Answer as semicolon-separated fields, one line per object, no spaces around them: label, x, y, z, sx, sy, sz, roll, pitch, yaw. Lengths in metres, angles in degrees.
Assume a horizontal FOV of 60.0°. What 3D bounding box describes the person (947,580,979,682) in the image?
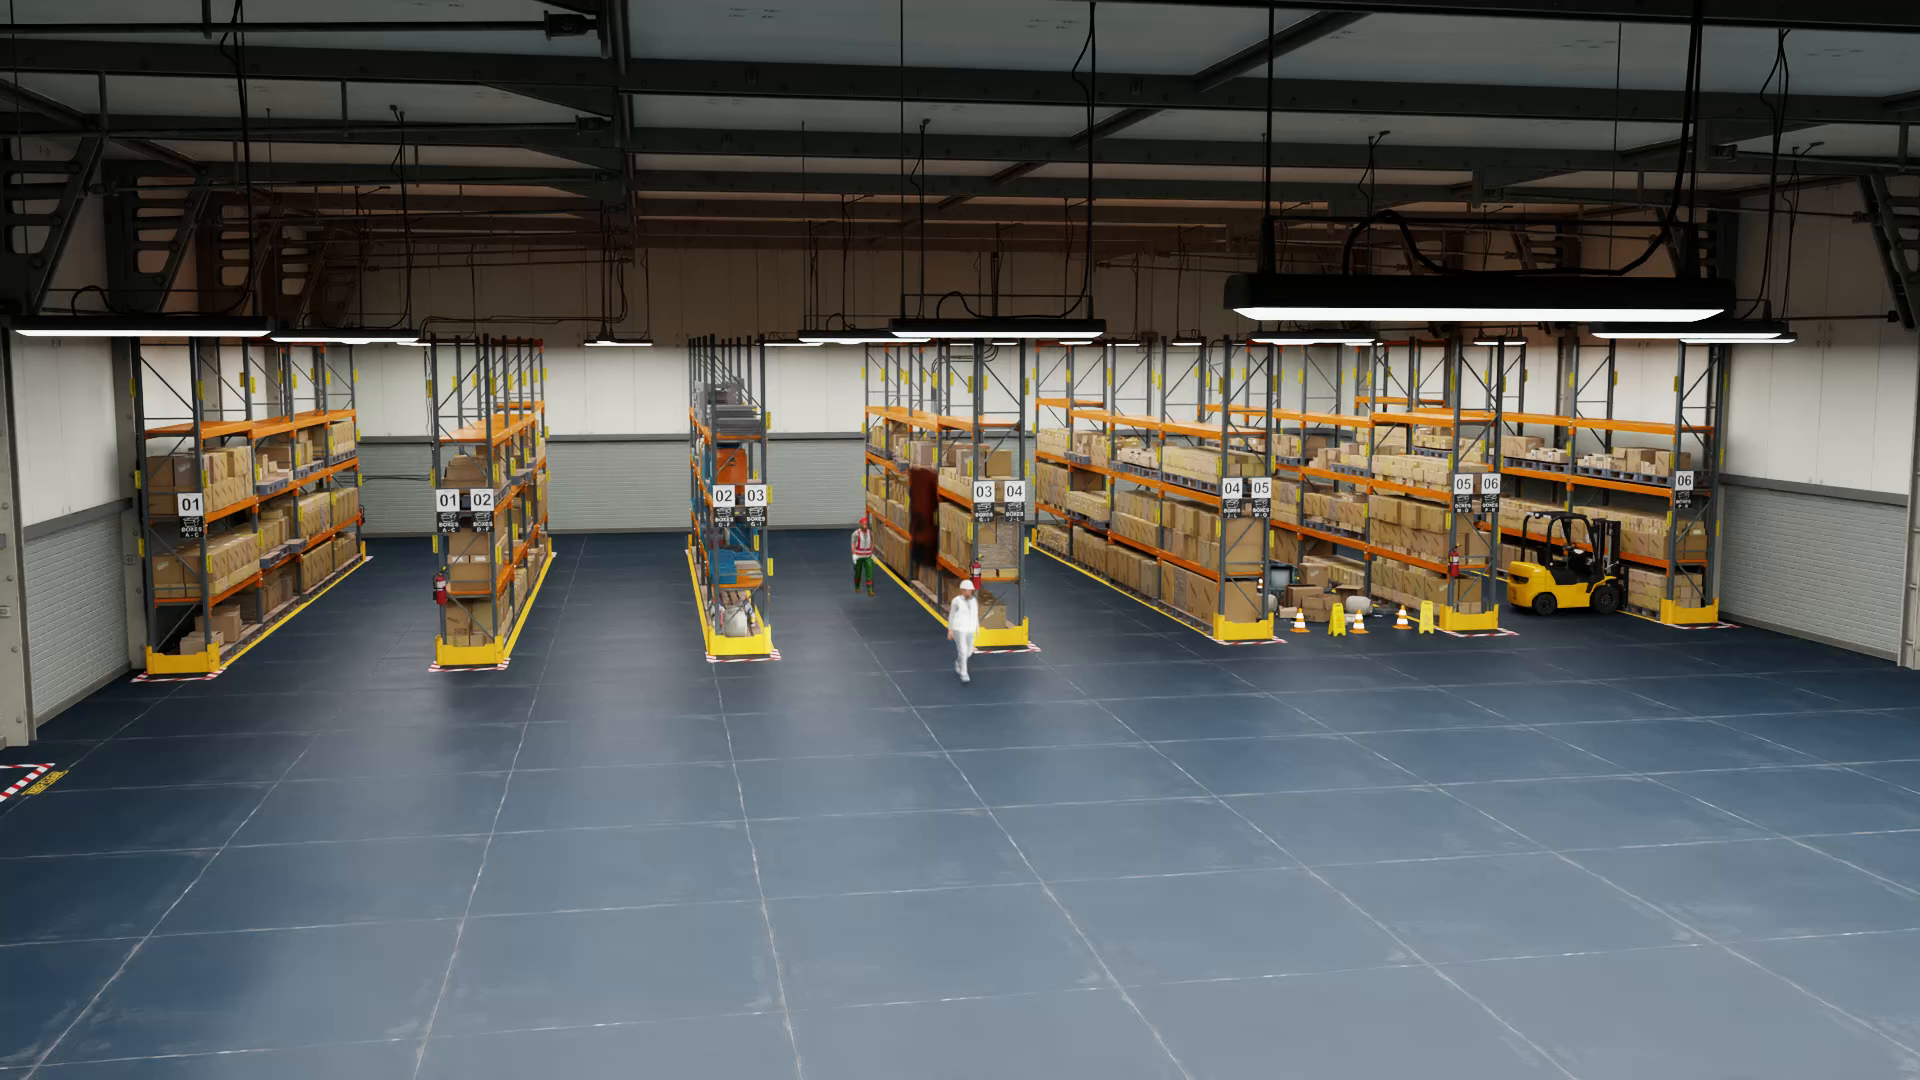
person;0.063;1.559;28.924;0.545;1.754;0.853;-5;8;-35

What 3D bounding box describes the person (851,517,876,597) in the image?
person;-2.103;0.363;36.511;0.593;1.736;1.035;-2;7;-17
